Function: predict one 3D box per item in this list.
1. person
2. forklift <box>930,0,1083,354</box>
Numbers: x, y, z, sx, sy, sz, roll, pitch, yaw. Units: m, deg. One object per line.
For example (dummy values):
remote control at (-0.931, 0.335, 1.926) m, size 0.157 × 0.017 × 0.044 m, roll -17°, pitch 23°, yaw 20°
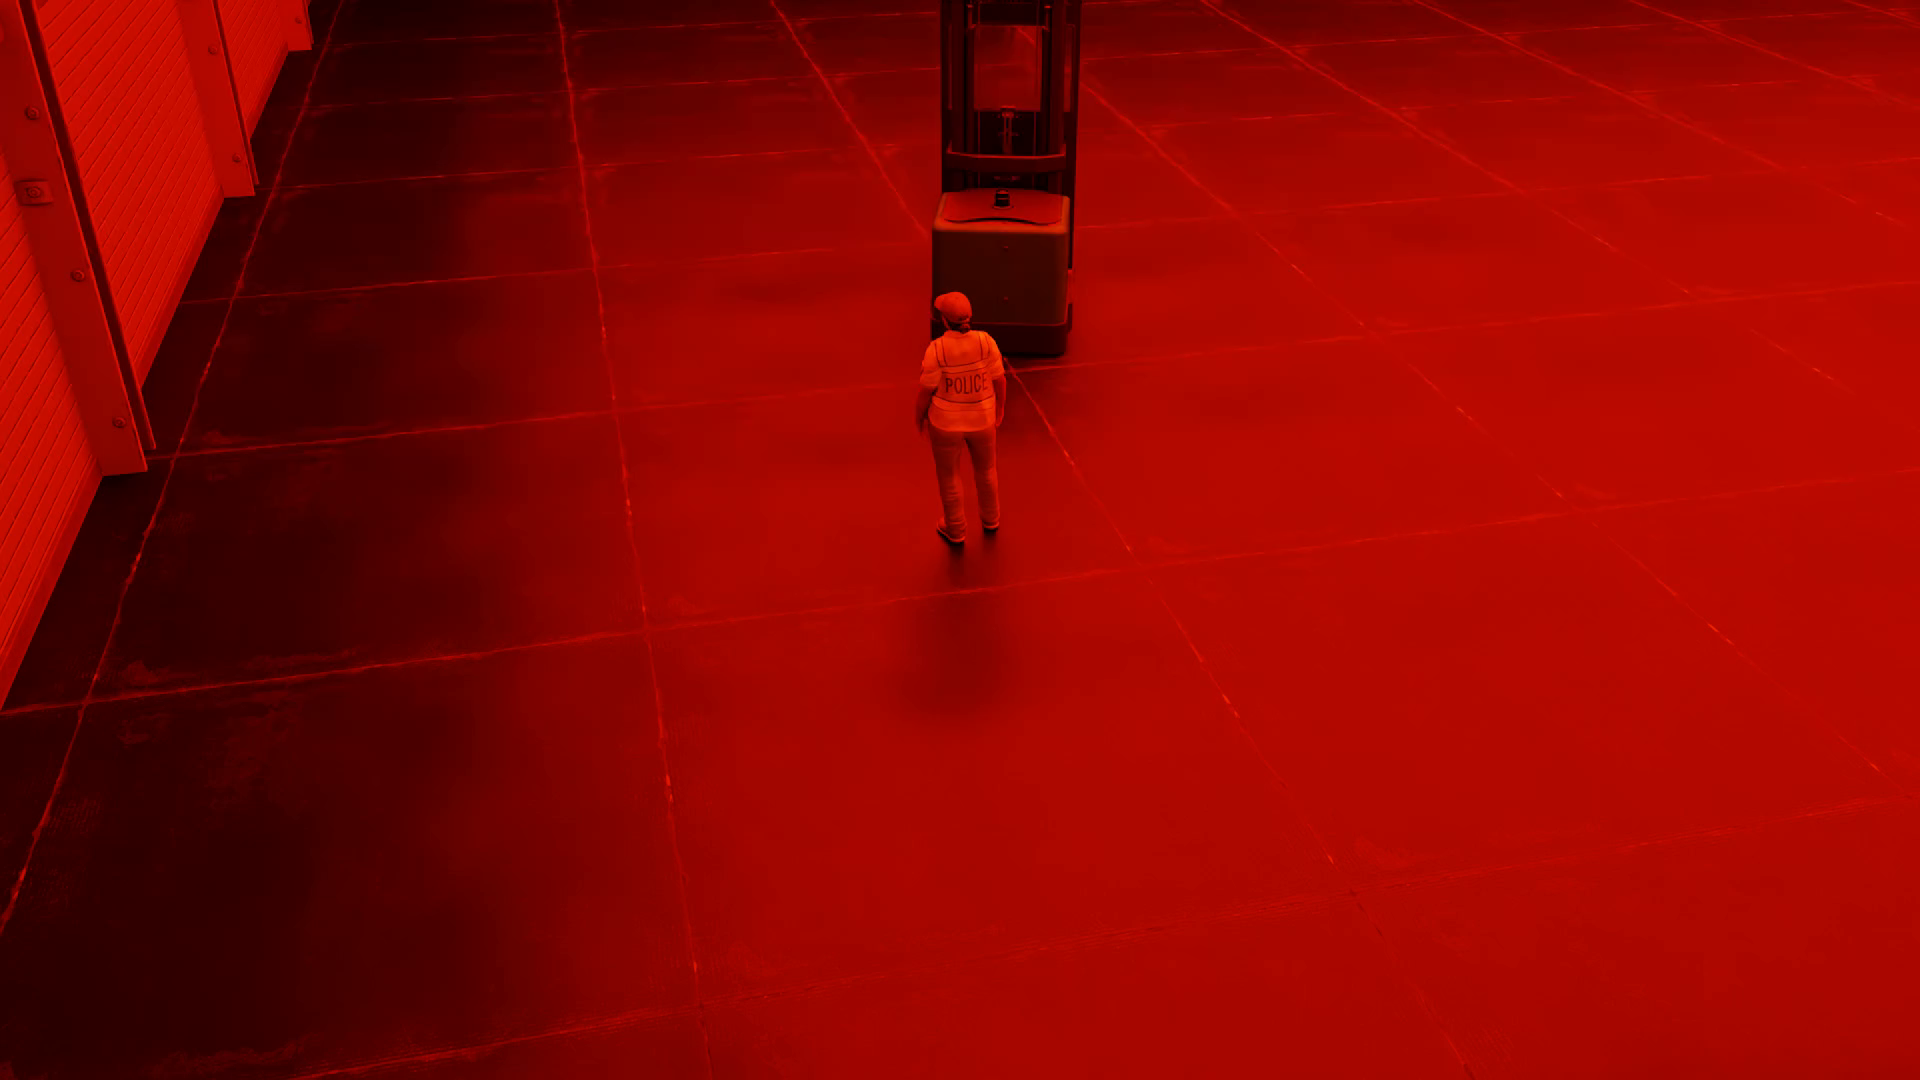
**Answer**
person at (0.004, -0.768, 10.147) m, size 0.598 × 1.670 × 0.529 m, roll -7°, pitch 31°, yaw -12°
forklift at (0.414, -3.412, 13.469) m, size 1.130 × 2.935 × 3.031 m, roll 2°, pitch 30°, yaw 4°
